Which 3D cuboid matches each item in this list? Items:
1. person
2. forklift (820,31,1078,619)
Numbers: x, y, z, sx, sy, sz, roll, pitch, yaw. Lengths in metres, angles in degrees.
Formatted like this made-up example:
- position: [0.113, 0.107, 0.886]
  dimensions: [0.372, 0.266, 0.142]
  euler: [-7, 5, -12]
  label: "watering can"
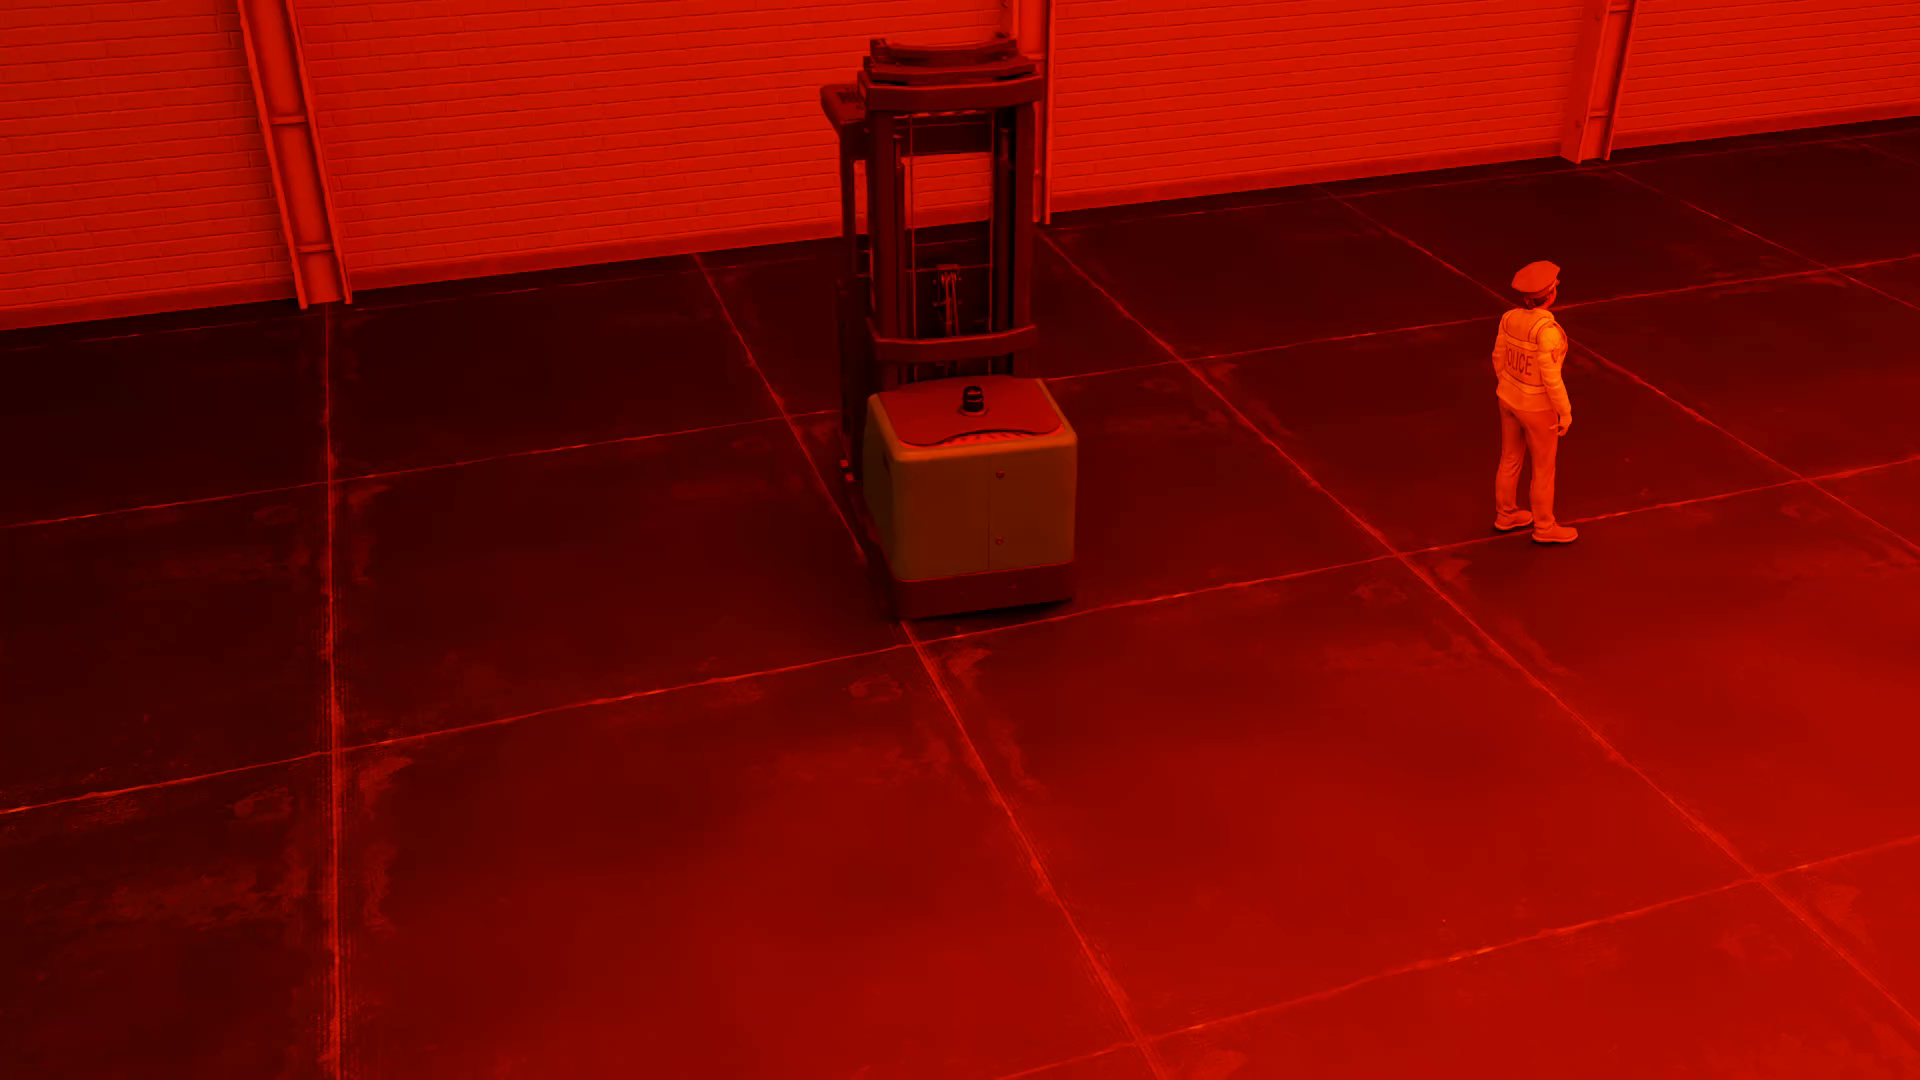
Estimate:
- position: [3.383, -0.815, 9.730]
  dimensions: [0.531, 1.694, 0.586]
  euler: [-12, 32, -20]
  label: "person"
- position: [-0.181, -1.560, 9.798]
  dimensions: [1.130, 2.935, 3.031]
  euler: [-7, 31, -11]
  label: "forklift"
